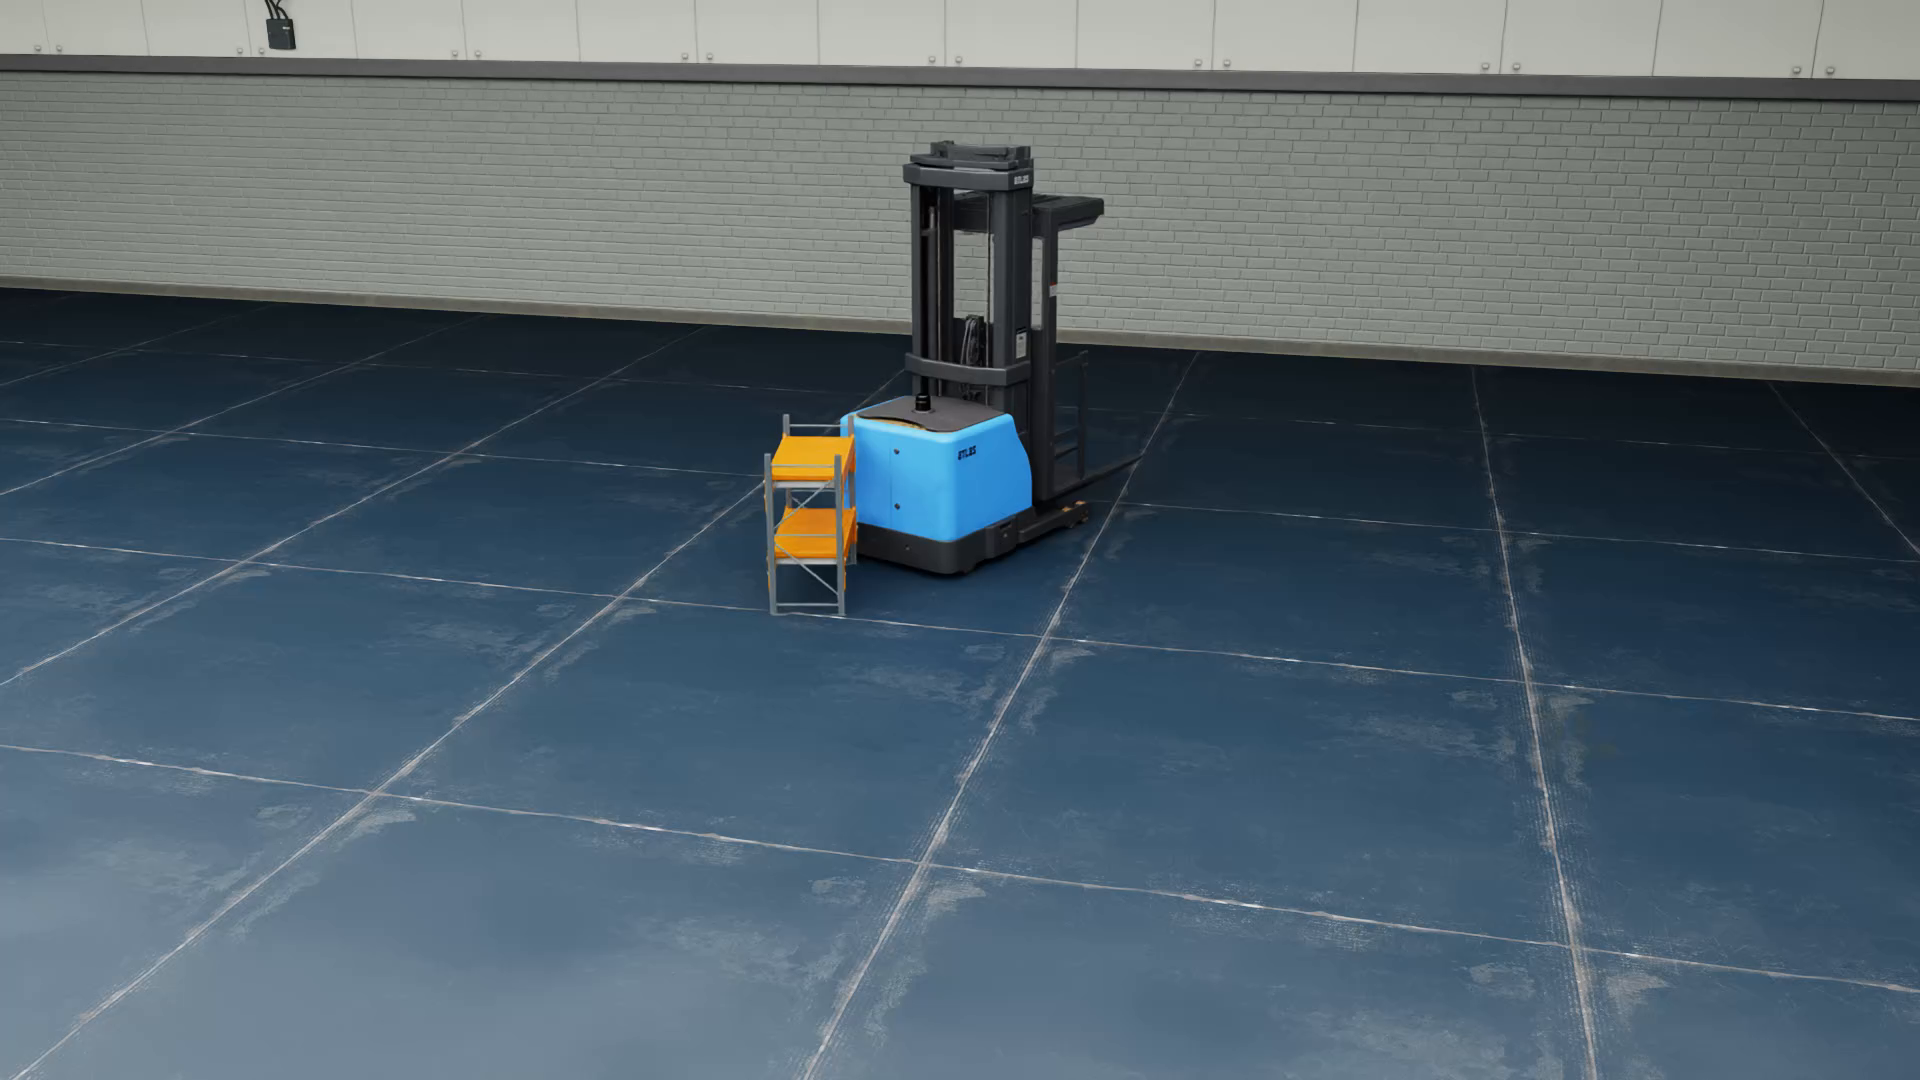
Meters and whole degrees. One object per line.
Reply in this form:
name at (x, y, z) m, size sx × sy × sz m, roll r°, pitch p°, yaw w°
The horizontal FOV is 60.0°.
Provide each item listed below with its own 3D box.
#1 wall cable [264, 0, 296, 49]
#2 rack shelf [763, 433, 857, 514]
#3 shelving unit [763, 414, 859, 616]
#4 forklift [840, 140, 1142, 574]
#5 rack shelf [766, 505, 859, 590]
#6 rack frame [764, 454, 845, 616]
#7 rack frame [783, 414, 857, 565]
wall cable at (-7.453, -8.863, 19.453) m, size 2.305 × 6.003 × 0.169 m, roll 5°, pitch 19°, yaw 13°
rack shelf at (-1.015, -0.466, 11.406) m, size 0.538 × 0.278 × 1.000 m, roll 0°, pitch 19°, yaw 1°
shelving unit at (-1.015, -0.189, 11.501) m, size 0.538 × 1.125 × 1.048 m, roll 0°, pitch 19°, yaw 1°
forklift at (0.389, -1.561, 12.723) m, size 1.130 × 2.935 × 3.031 m, roll 13°, pitch 23°, yaw 34°
rack shelf at (-1.015, 0.042, 11.580) m, size 0.538 × 0.278 × 1.000 m, roll 0°, pitch 19°, yaw 1°
rack frame at (-1.025, -0.025, 11.020) m, size 0.500 × 1.125 × 0.032 m, roll 0°, pitch 19°, yaw 1°
rack frame at (-1.004, -0.353, 11.982) m, size 0.500 × 1.125 × 0.032 m, roll 0°, pitch 19°, yaw 1°
